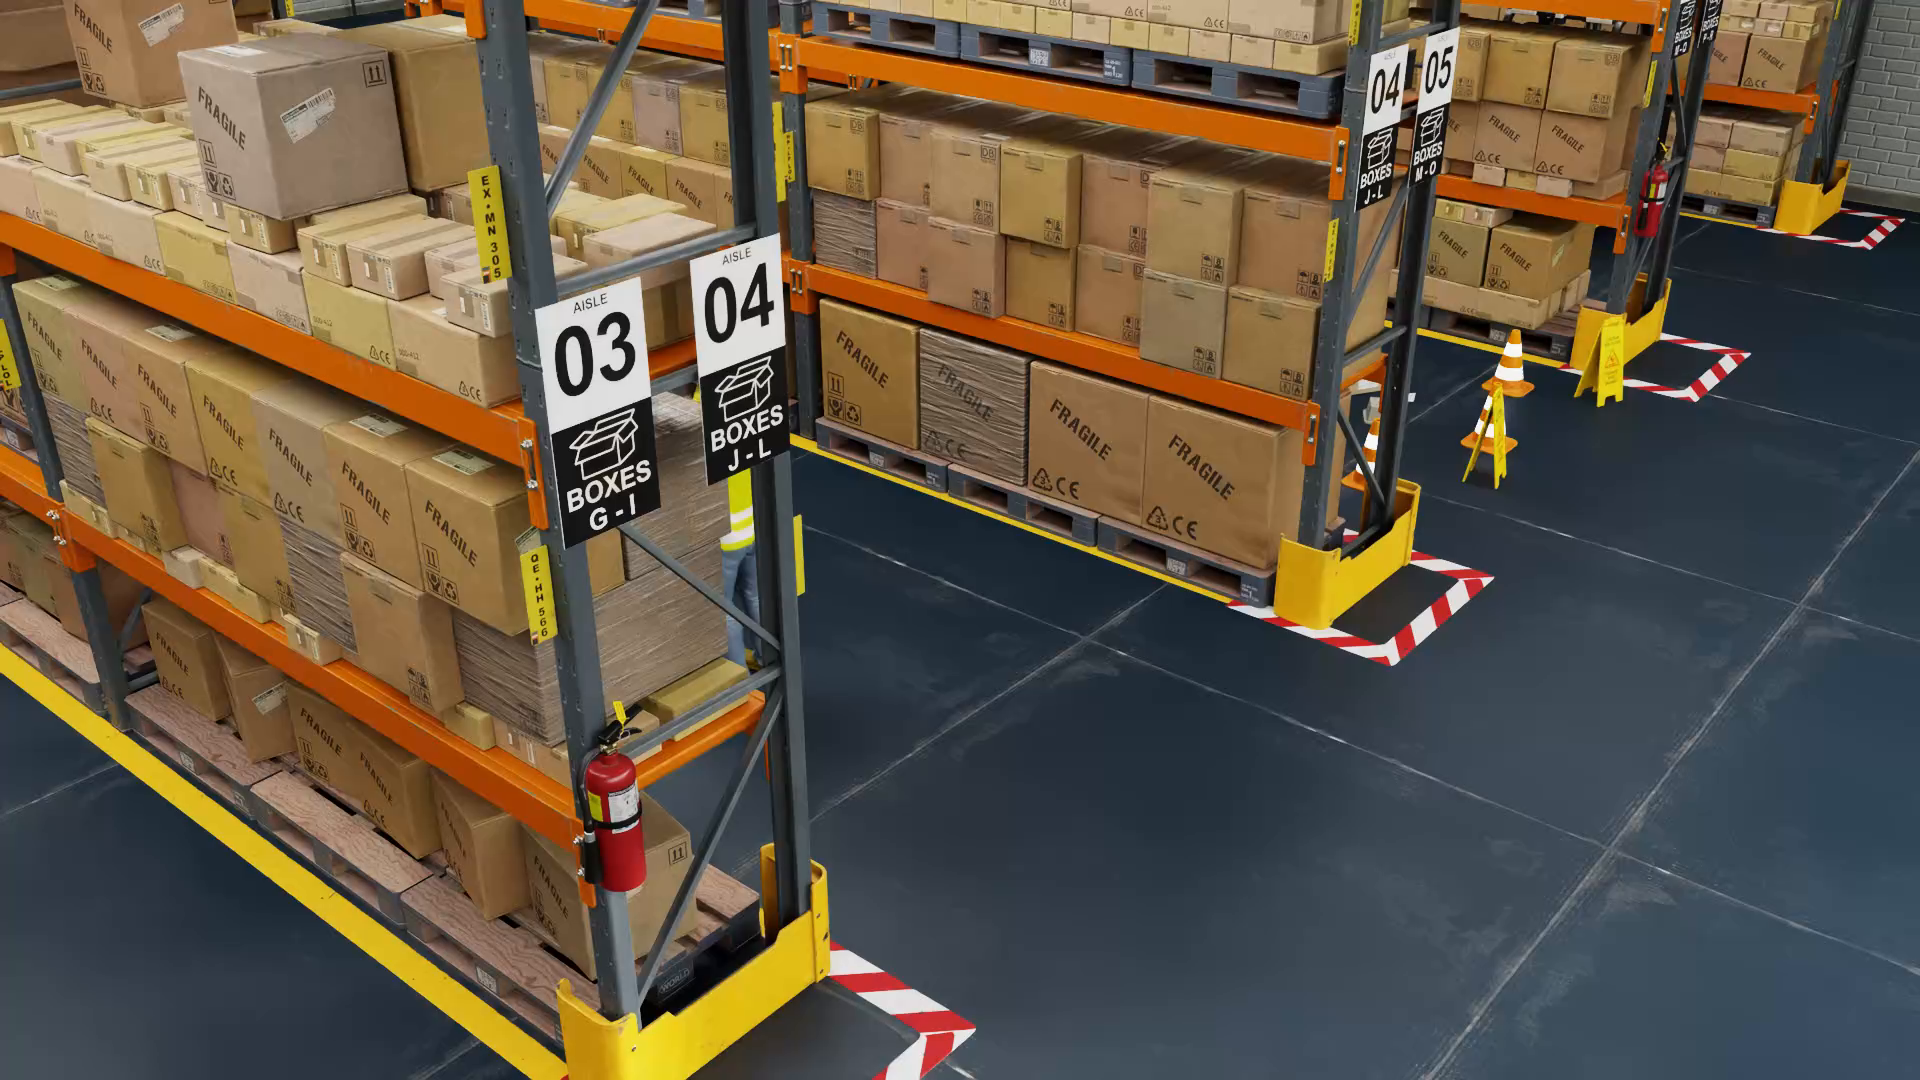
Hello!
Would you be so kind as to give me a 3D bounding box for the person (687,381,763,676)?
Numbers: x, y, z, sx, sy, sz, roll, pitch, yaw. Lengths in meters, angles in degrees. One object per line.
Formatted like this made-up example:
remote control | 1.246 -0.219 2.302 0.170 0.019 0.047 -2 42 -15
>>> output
person | -1.210 -0.017 8.656 0.409 1.738 0.581 22 34 36
